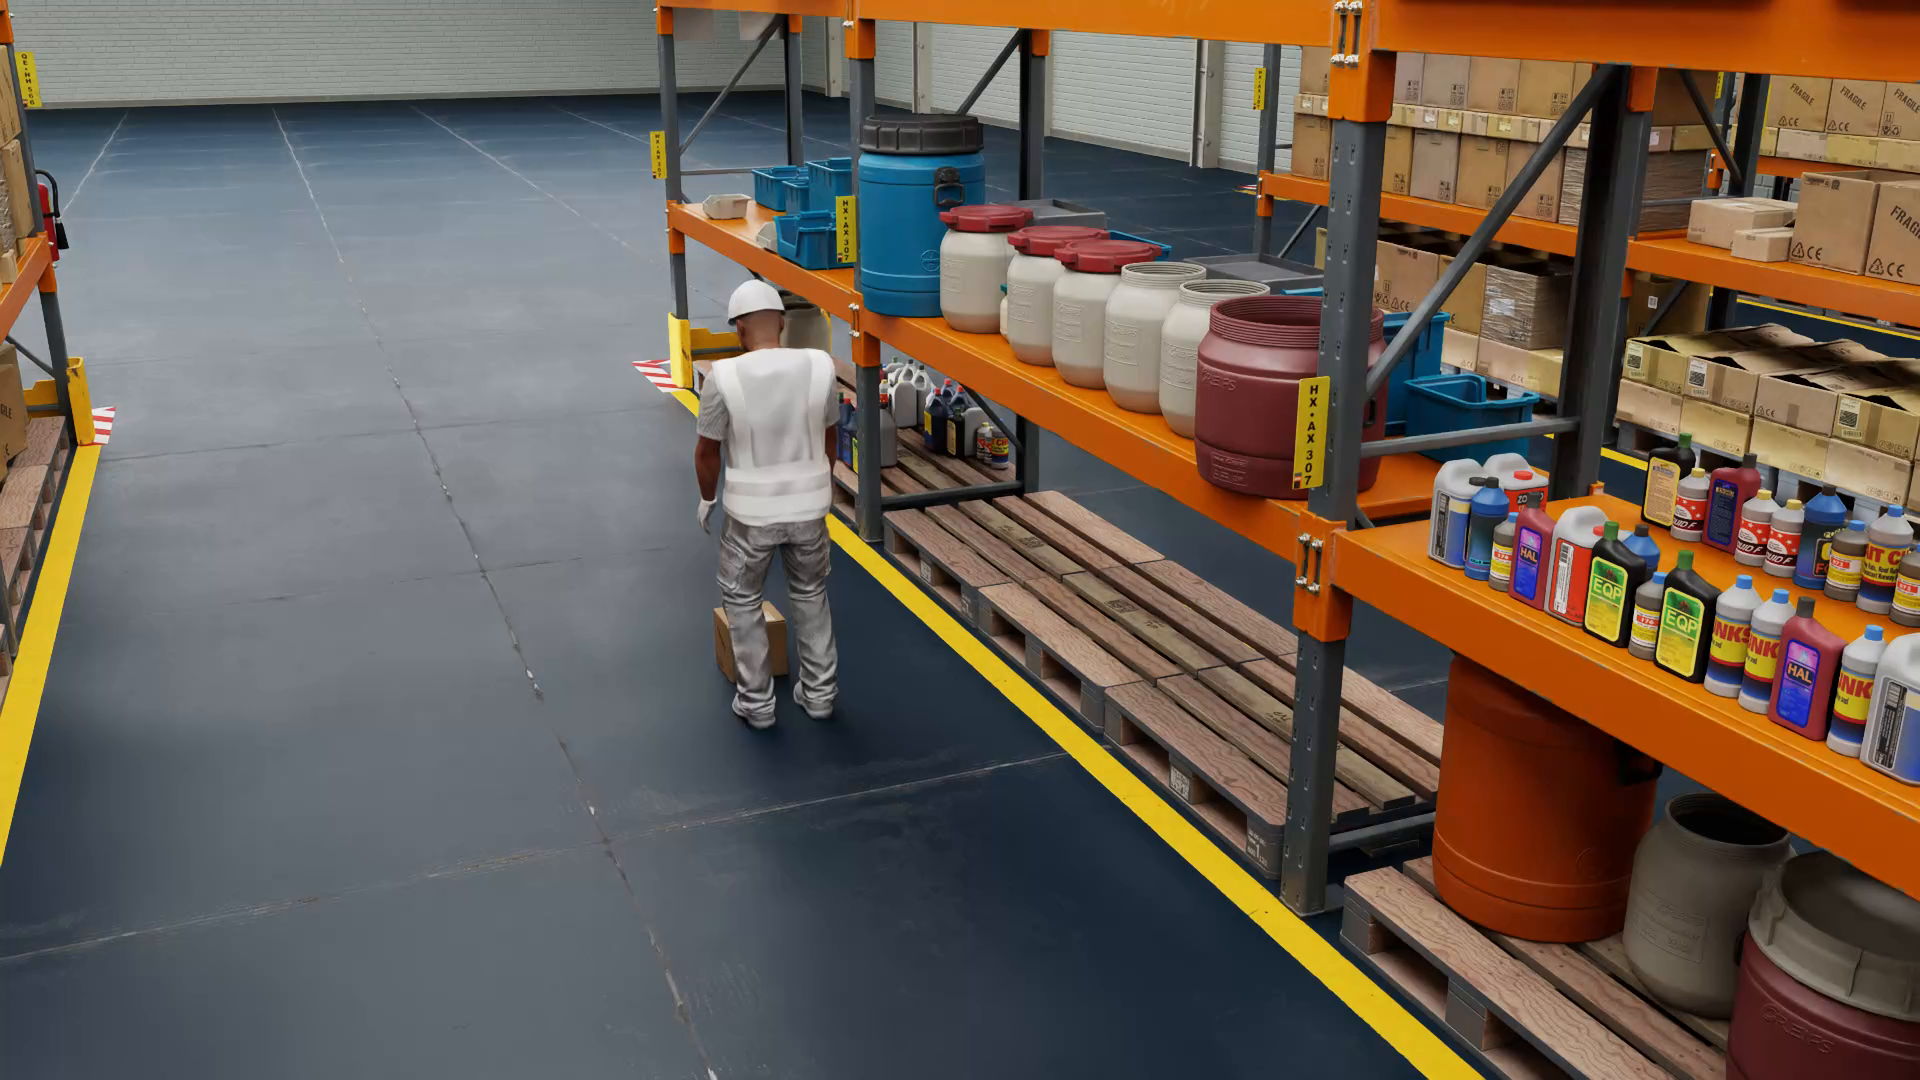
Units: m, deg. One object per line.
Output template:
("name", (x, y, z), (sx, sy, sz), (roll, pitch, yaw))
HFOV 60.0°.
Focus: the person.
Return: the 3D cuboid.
("person", (-0.742, -0.127, 6.466), (0.566, 1.749, 0.427), (-7, 20, -21))
